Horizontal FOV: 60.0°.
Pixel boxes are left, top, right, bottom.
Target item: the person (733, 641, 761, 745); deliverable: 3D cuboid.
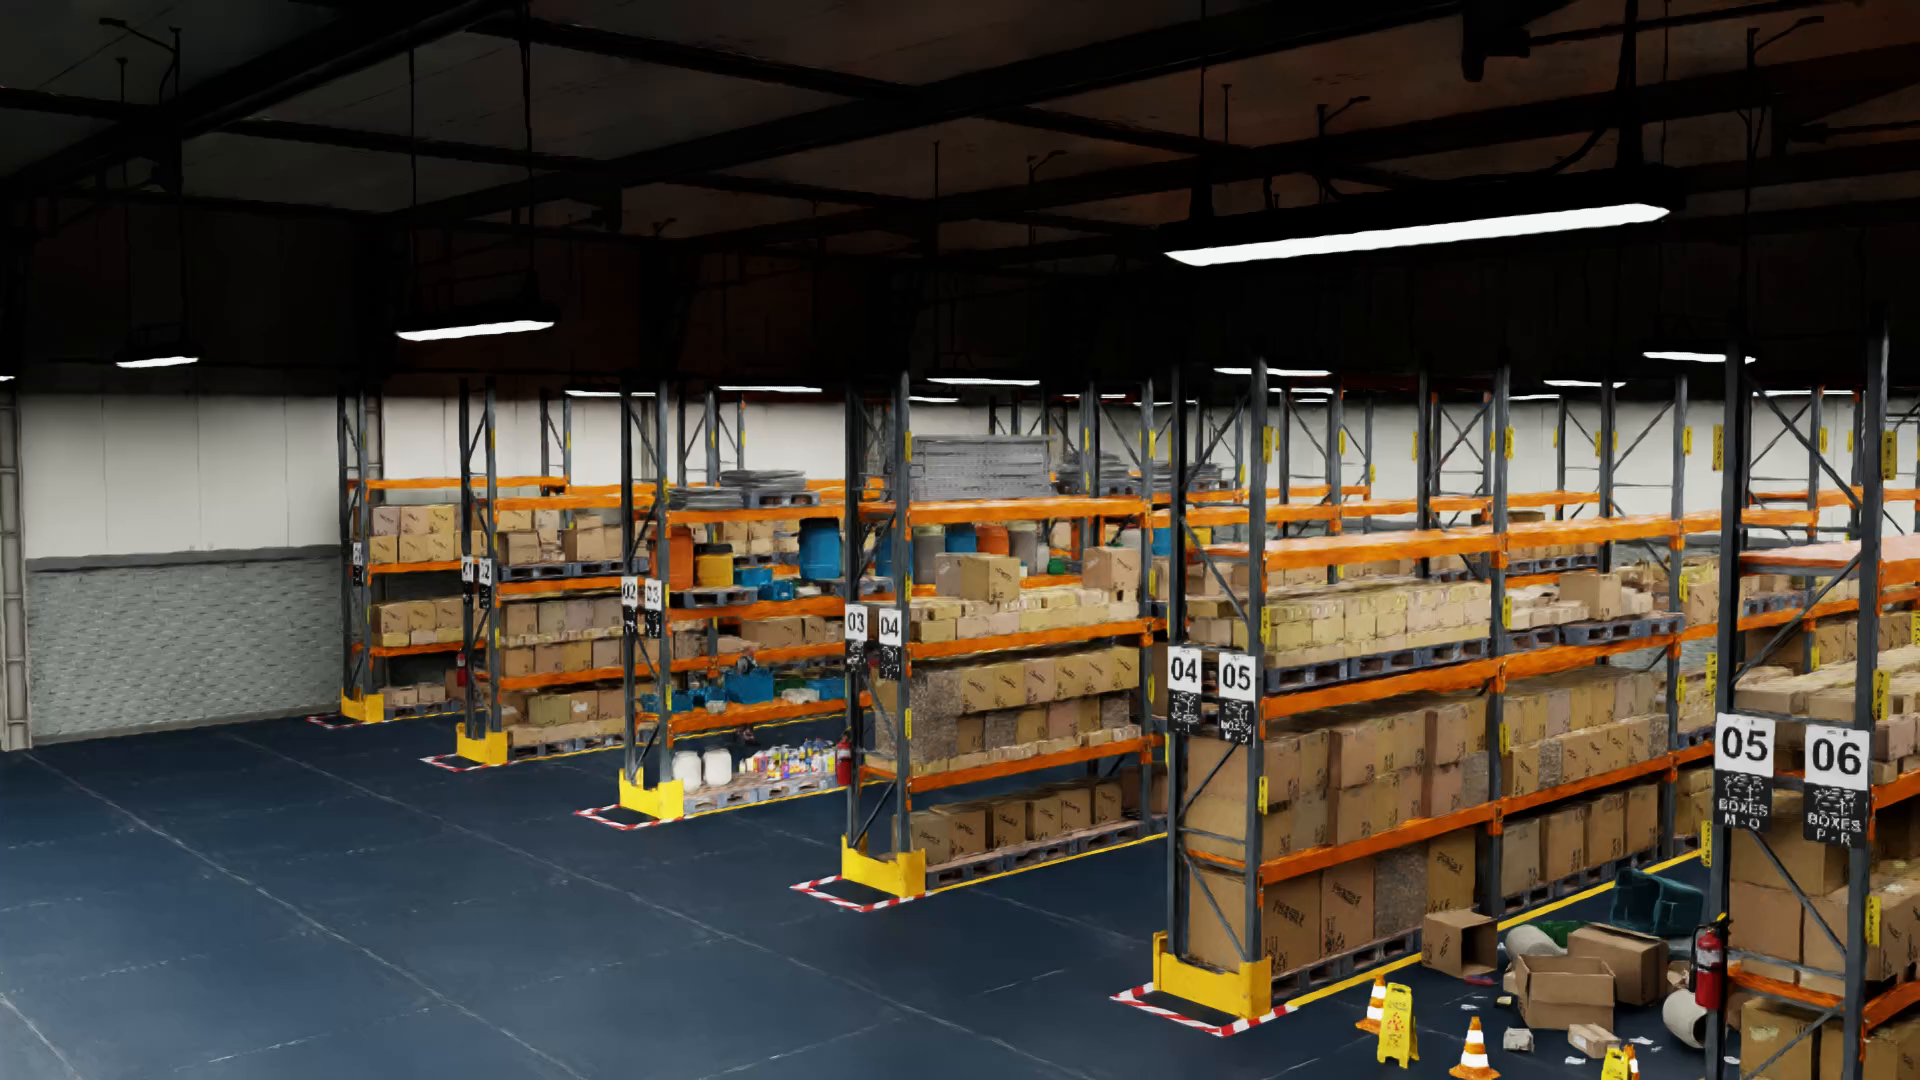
[{"bbox_3d":[-3.470,2.485,27.289,0.419,1.663,0.569,1,4,21],"label":"person"}]
